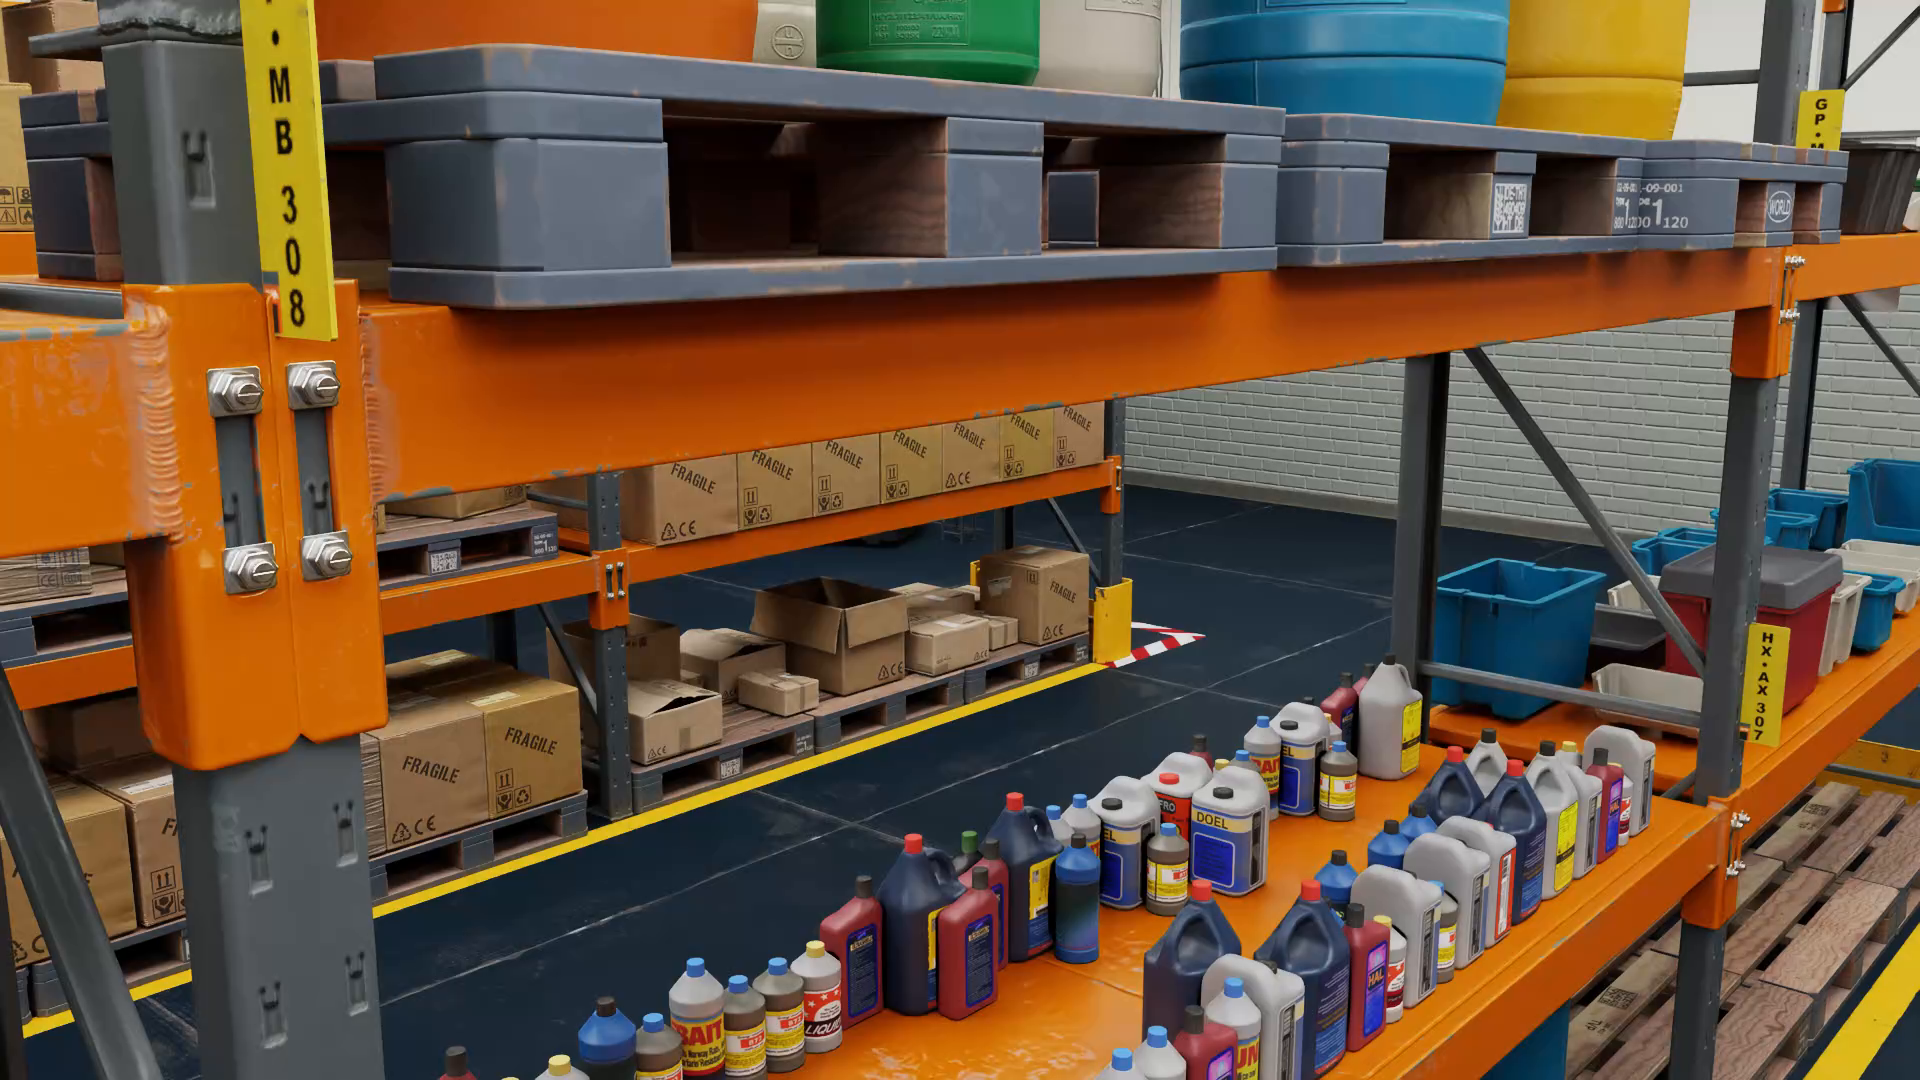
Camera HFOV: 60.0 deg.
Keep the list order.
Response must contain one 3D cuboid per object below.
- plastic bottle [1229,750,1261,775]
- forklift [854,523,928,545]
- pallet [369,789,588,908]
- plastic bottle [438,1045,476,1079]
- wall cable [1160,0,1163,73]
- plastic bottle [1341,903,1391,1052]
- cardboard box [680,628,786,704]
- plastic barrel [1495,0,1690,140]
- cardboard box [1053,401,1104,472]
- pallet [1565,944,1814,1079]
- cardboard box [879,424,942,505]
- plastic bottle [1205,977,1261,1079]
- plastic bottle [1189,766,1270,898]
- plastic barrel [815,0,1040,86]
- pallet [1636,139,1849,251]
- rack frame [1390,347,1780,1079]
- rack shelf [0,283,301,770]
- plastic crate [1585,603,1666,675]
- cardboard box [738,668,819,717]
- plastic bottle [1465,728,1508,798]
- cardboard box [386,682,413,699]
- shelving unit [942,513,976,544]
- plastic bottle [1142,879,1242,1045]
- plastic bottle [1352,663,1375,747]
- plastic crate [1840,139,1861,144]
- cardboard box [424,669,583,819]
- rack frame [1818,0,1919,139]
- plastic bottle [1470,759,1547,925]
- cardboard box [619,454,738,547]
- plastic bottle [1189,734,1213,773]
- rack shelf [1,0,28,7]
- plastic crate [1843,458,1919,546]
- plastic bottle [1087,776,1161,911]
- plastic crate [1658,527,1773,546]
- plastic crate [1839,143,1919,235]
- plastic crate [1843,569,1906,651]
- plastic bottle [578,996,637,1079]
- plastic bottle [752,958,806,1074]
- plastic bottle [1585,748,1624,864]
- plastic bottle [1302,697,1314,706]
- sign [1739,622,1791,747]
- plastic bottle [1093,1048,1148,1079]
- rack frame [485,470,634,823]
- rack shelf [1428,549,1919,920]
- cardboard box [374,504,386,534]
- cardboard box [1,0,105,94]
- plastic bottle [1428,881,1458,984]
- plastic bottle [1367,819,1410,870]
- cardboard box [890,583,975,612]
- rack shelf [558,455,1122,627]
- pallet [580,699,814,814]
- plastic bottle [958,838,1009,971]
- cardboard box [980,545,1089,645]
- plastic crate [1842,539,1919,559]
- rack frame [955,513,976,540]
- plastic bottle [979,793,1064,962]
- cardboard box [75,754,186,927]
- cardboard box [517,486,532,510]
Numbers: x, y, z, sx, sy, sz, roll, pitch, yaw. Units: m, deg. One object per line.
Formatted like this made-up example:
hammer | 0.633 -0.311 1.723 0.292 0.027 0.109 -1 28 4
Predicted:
plastic bottle | 0.731 0.647 4.320 0.097 0.201 0.097 0 11 0
forklift | -1.845 -1.531 14.891 3.031 2.935 1.130 3 12 15
pallet | -2.501 1.300 7.663 1.003 0.211 1.213 10 15 40
plastic bottle | -0.816 0.946 2.613 0.061 0.283 0.133 10 15 40
wall cable | 2.958 -5.752 15.569 3.097 2.526 0.112 10 15 40
plastic bottle | 0.774 0.828 3.206 0.061 0.283 0.133 10 15 40
cardboard box | -1.335 0.680 9.389 0.500 0.311 0.500 10 15 40
plastic barrel | 1.276 -1.160 3.647 0.600 0.588 0.600 0 11 0
cardboard box | 0.557 -0.728 10.444 0.500 0.500 0.500 10 15 42
pallet | 2.182 1.703 5.644 1.003 0.211 1.213 10 15 40
cardboard box | -0.449 -0.505 9.324 0.500 0.500 0.500 9 15 40
plastic bottle | 0.473 0.895 2.898 0.097 0.271 0.097 0 11 0
plastic bottle | 0.637 0.685 3.941 0.152 0.276 0.135 10 15 40
plastic barrel | -0.043 -0.689 2.170 0.294 0.245 0.294 0 11 0
pallet | 1.282 -0.801 3.888 1.213 0.211 1.003 10 15 40
rack frame | 1.726 0.449 4.804 1.000 3.000 0.127 10 15 40
rack shelf | -2.235 0.214 0.161 1.077 0.370 4.000 10 15 40
plastic crate | 2.263 0.355 5.824 0.437 0.125 0.590 10 15 40
cardboard box | -0.990 0.819 9.061 0.380 0.166 0.250 10 15 40
plastic bottle | 1.256 0.632 4.013 0.144 0.351 0.185 10 15 40
cardboard box | -2.839 0.938 7.616 0.500 0.500 0.500 10 15 41
shelving unit | -0.010 -0.586 14.583 0.258 1.200 0.189 10 15 40
plastic bottle | 0.434 0.813 3.108 0.144 0.351 0.185 10 15 40
plastic bottle | 1.163 0.505 4.822 0.061 0.283 0.133 10 15 40
plastic crate | 3.151 -1.391 6.516 0.504 0.338 0.767 10 15 40
cardboard box | -2.103 0.928 7.666 0.500 0.500 0.500 10 15 40
rack frame | 4.366 -3.081 7.163 1.000 3.000 0.127 10 15 40
plastic bottle | 1.243 0.678 3.784 0.144 0.351 0.185 10 15 40
cardboard box | -1.452 -0.281 8.203 0.500 0.500 0.500 10 15 42
plastic bottle | 0.577 0.636 4.167 0.061 0.283 0.133 10 15 40
rack shelf | -7.036 -2.931 9.266 1.077 0.370 4.000 10 15 40
plastic crate | 4.285 -0.113 7.374 0.616 0.435 0.499 10 15 40
plastic bottle | 0.370 0.699 3.869 0.152 0.276 0.135 10 15 40
plastic crate | 3.087 0.101 6.823 0.416 0.233 0.300 10 15 40
plastic crate | 2.752 -1.105 5.261 0.497 0.269 0.590 10 15 40
plastic crate | 3.203 0.249 6.082 0.416 0.233 0.300 10 15 40
plastic bottle | -0.598 0.909 2.831 0.097 0.271 0.097 0 11 0
plastic bottle | -0.340 0.886 3.125 0.097 0.201 0.097 0 11 0
plastic bottle | 1.590 0.646 4.116 0.061 0.283 0.133 10 15 40
plastic bottle | 0.948 0.564 4.556 0.097 0.271 0.097 0 11 0
sign | 2.138 0.385 4.420 0.100 0.325 0.005 10 15 40
plastic bottle | 0.257 0.944 2.657 0.097 0.271 0.097 0 11 0
rack frame | -1.993 -0.192 8.013 1.000 3.000 0.127 10 15 40
rack shelf | 3.046 0.508 6.348 1.077 0.370 4.000 10 15 40
cardboard box | -2.880 -0.297 7.211 0.500 0.500 0.700 -9 15 -39
cardboard box | -3.259 -1.706 6.351 0.600 0.600 0.600 9 14 38
plastic bottle | 0.989 0.815 3.481 0.097 0.201 0.097 0 11 0
plastic bottle | 0.939 0.746 3.645 0.097 0.271 0.097 0 11 0
cardboard box | -0.254 0.469 10.601 0.500 0.250 0.500 10 15 40
rack shelf | -0.672 -0.133 9.557 1.077 0.370 4.000 10 15 40
pallet | -1.539 1.075 8.792 1.003 0.211 1.213 10 15 40
plastic bottle | 0.042 0.773 3.480 0.061 0.283 0.133 10 15 40
cardboard box | 0.474 0.342 10.602 0.500 0.500 0.500 10 15 40
plastic crate | 3.964 0.104 7.053 0.396 0.136 0.243 10 15 40
rack frame | 0.051 -0.600 14.650 0.240 1.200 0.006 10 15 40
plastic bottle | 0.133 0.714 3.603 0.144 0.351 0.185 10 15 40
cardboard box | -3.101 1.148 6.562 0.500 0.500 0.500 9 14 38
cardboard box | -3.793 -0.211 13.418 0.700 0.500 0.500 10 15 40
